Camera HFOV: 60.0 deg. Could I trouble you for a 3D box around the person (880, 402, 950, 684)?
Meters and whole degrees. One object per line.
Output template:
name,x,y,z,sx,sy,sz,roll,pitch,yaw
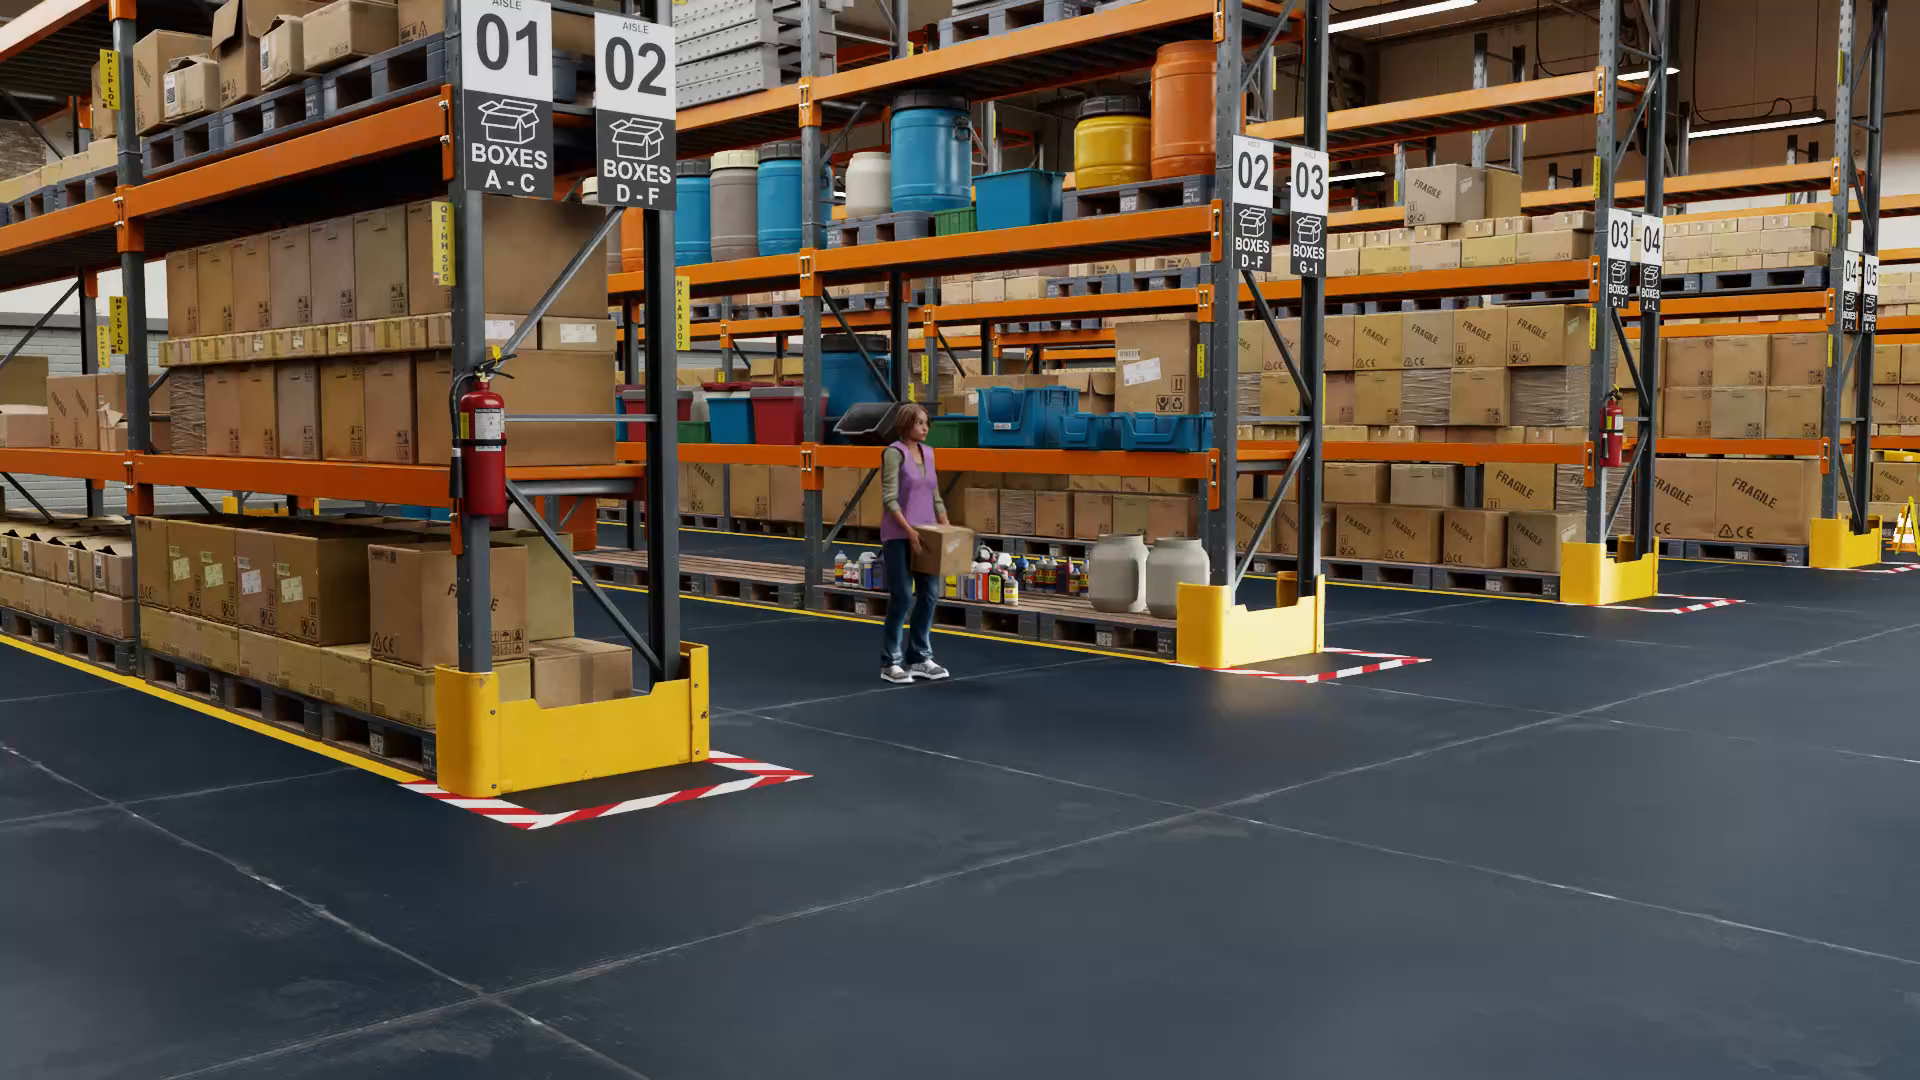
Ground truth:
person,-0.255,0.010,9.577,0.444,1.603,0.397,-4,6,-45
